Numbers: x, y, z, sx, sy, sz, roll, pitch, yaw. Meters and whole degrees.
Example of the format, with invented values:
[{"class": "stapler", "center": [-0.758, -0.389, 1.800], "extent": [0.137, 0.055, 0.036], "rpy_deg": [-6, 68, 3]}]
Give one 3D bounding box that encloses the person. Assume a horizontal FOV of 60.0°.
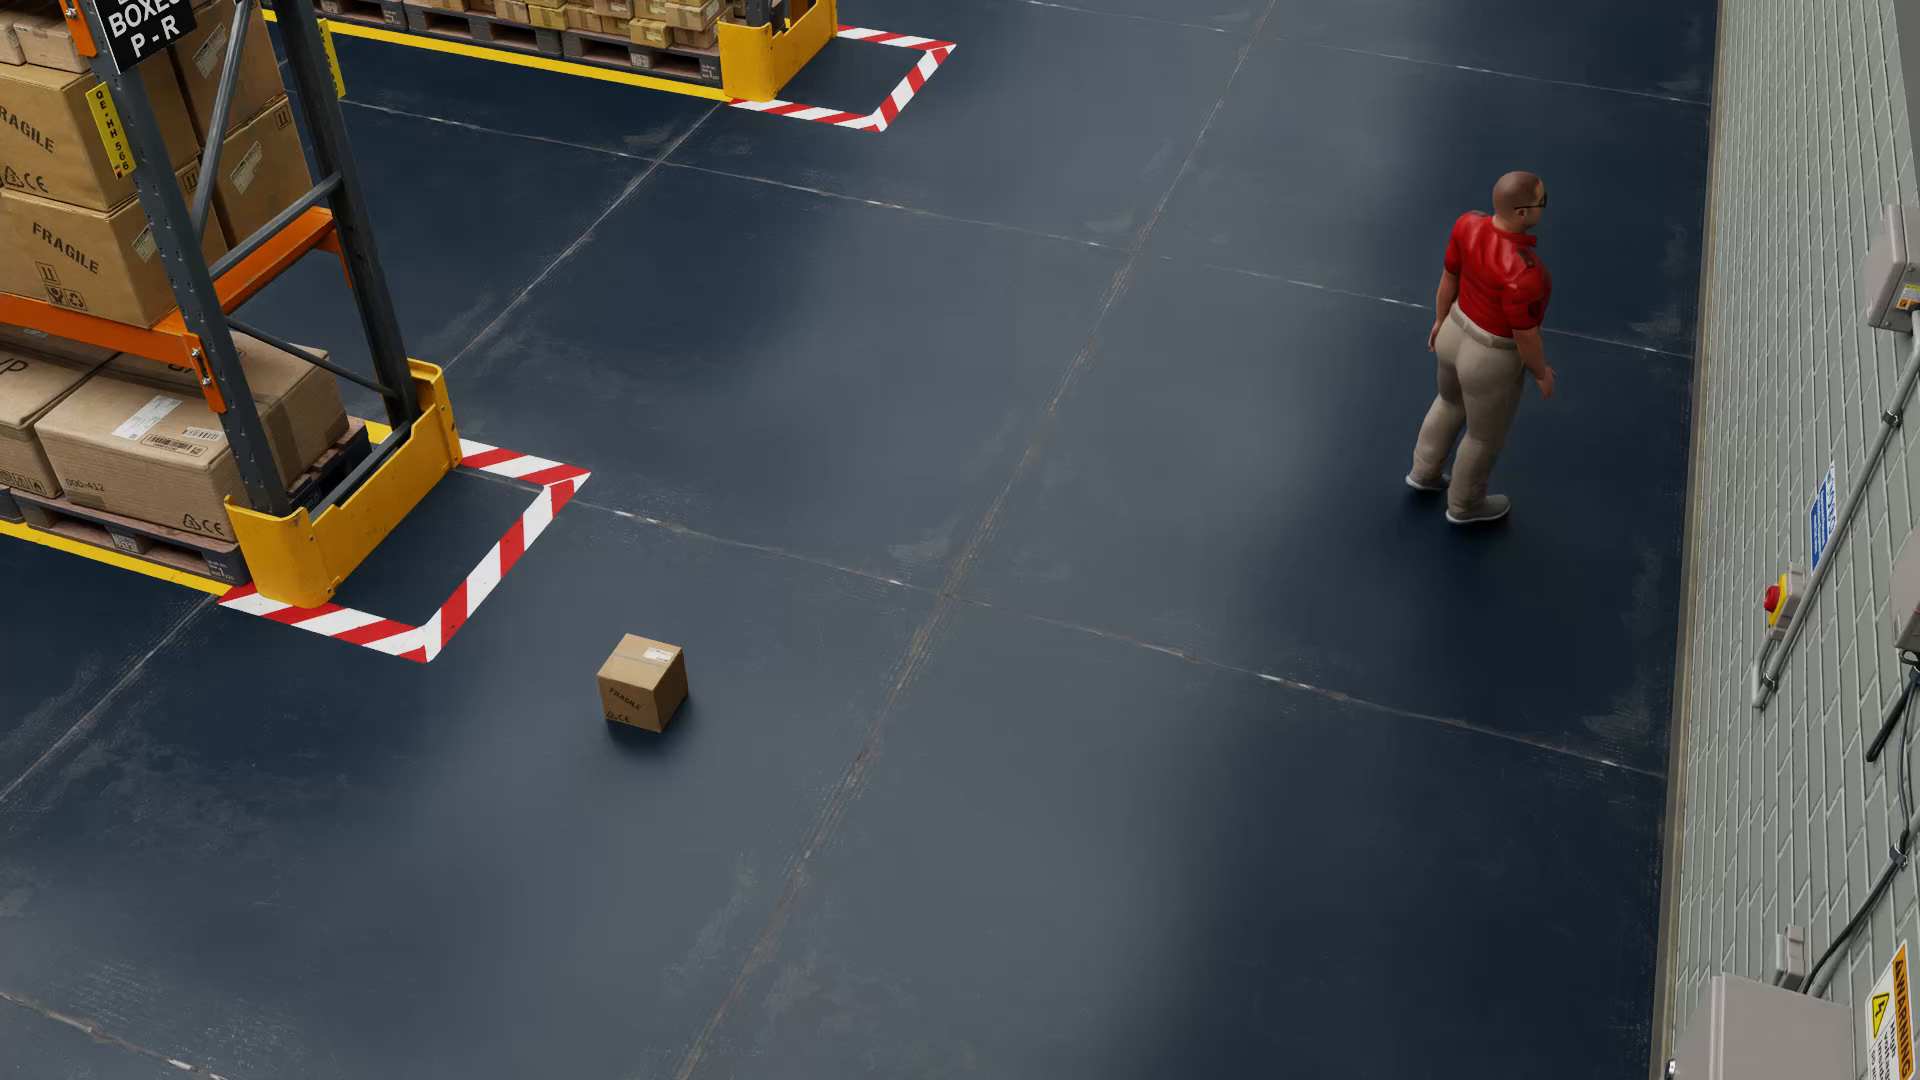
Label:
[{"class": "person", "center": [2.269, -0.774, 7.072], "extent": [0.451, 1.805, 0.584], "rpy_deg": [-15, 43, -16]}]
